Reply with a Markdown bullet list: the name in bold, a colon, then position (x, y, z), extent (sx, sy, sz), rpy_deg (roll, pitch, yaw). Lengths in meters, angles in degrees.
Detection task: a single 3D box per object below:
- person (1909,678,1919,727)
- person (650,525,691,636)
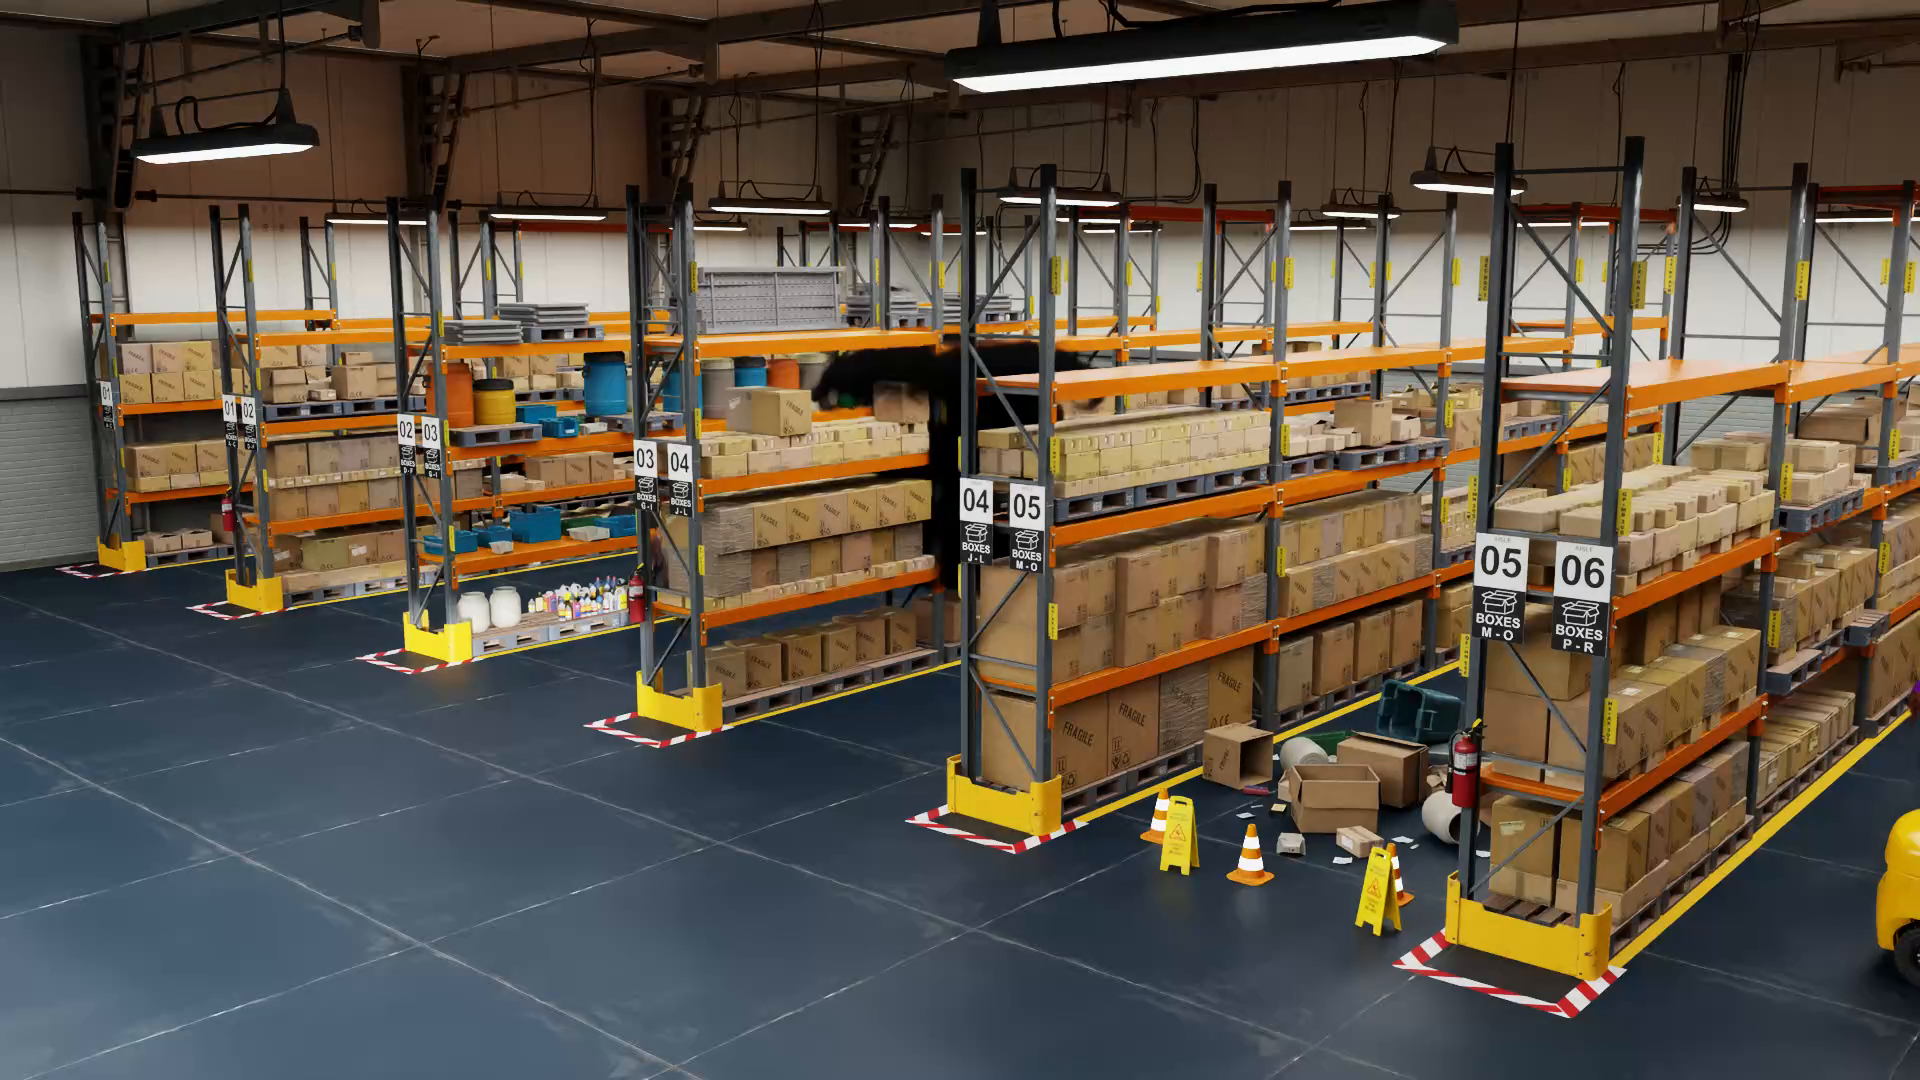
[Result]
- **person**: position (9.150, 1.796, 15.365), extent (0.701, 1.713, 0.772), rpy_deg (6, 11, 33)
- **person**: position (-3.783, 0.531, 22.201), extent (0.721, 1.623, 0.963), rpy_deg (4, 10, 22)
